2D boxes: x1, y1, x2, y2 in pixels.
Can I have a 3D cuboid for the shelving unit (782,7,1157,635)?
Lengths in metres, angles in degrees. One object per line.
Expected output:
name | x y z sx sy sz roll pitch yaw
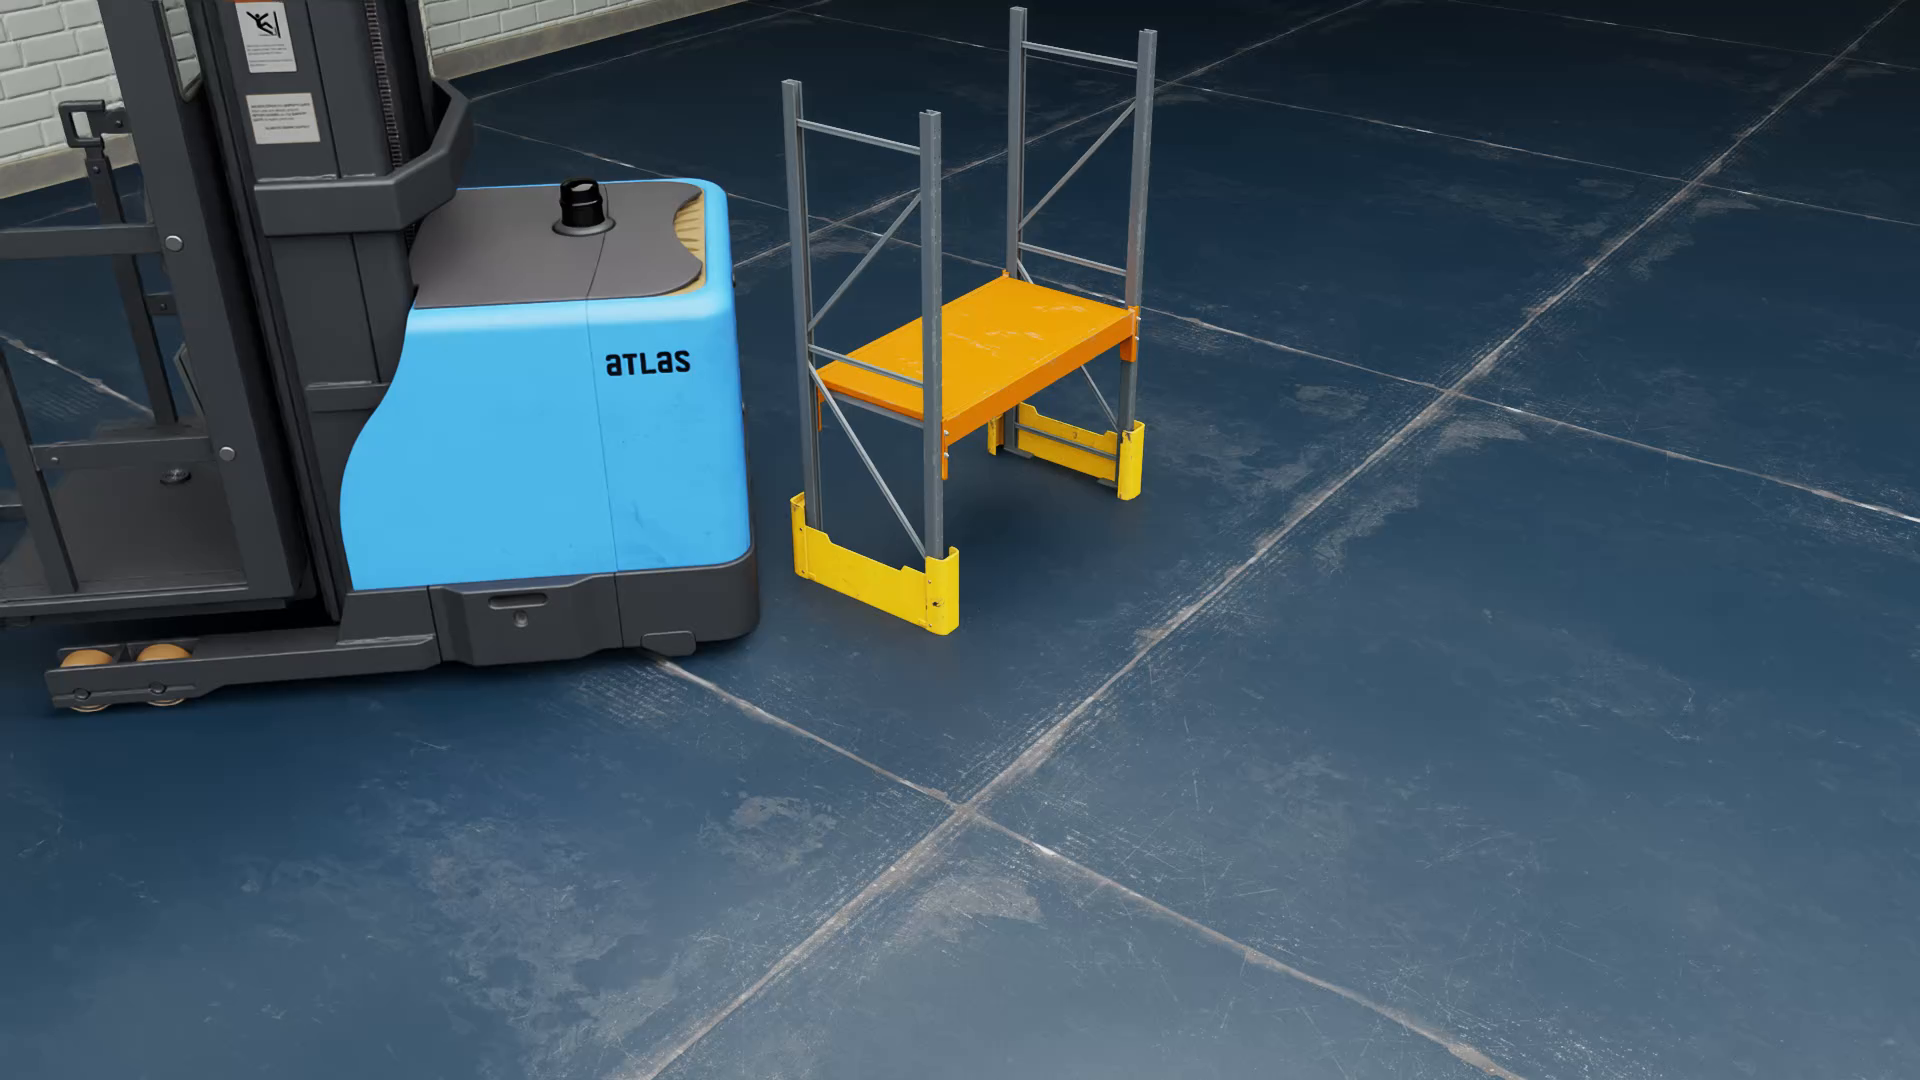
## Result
shelving unit | 0.046 -0.676 4.920 0.587 1.500 1.083 21 37 31

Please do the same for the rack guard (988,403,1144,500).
rack guard | 0.347 -0.341 5.580 0.587 0.250 0.087 21 37 31

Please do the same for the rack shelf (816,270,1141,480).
rack shelf | 0.051 -0.525 5.018 0.538 0.185 1.000 21 37 31

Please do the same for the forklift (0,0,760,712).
forklift | -2.128 -1.086 4.208 3.031 2.935 1.130 -4 31 -7

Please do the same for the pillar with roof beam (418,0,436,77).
pillar with roof beam | 0.213 -5.042 4.930 9.100 9.000 0.400 21 37 31

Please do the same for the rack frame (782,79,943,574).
rack frame | -0.255 -0.473 4.577 0.500 1.500 0.032 21 37 31

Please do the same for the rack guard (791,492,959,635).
rack guard | -0.255 0.064 4.897 0.587 0.250 0.087 21 37 31

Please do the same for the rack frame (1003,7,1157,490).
rack frame | 0.358 -0.887 5.275 0.500 1.500 0.032 21 37 31
